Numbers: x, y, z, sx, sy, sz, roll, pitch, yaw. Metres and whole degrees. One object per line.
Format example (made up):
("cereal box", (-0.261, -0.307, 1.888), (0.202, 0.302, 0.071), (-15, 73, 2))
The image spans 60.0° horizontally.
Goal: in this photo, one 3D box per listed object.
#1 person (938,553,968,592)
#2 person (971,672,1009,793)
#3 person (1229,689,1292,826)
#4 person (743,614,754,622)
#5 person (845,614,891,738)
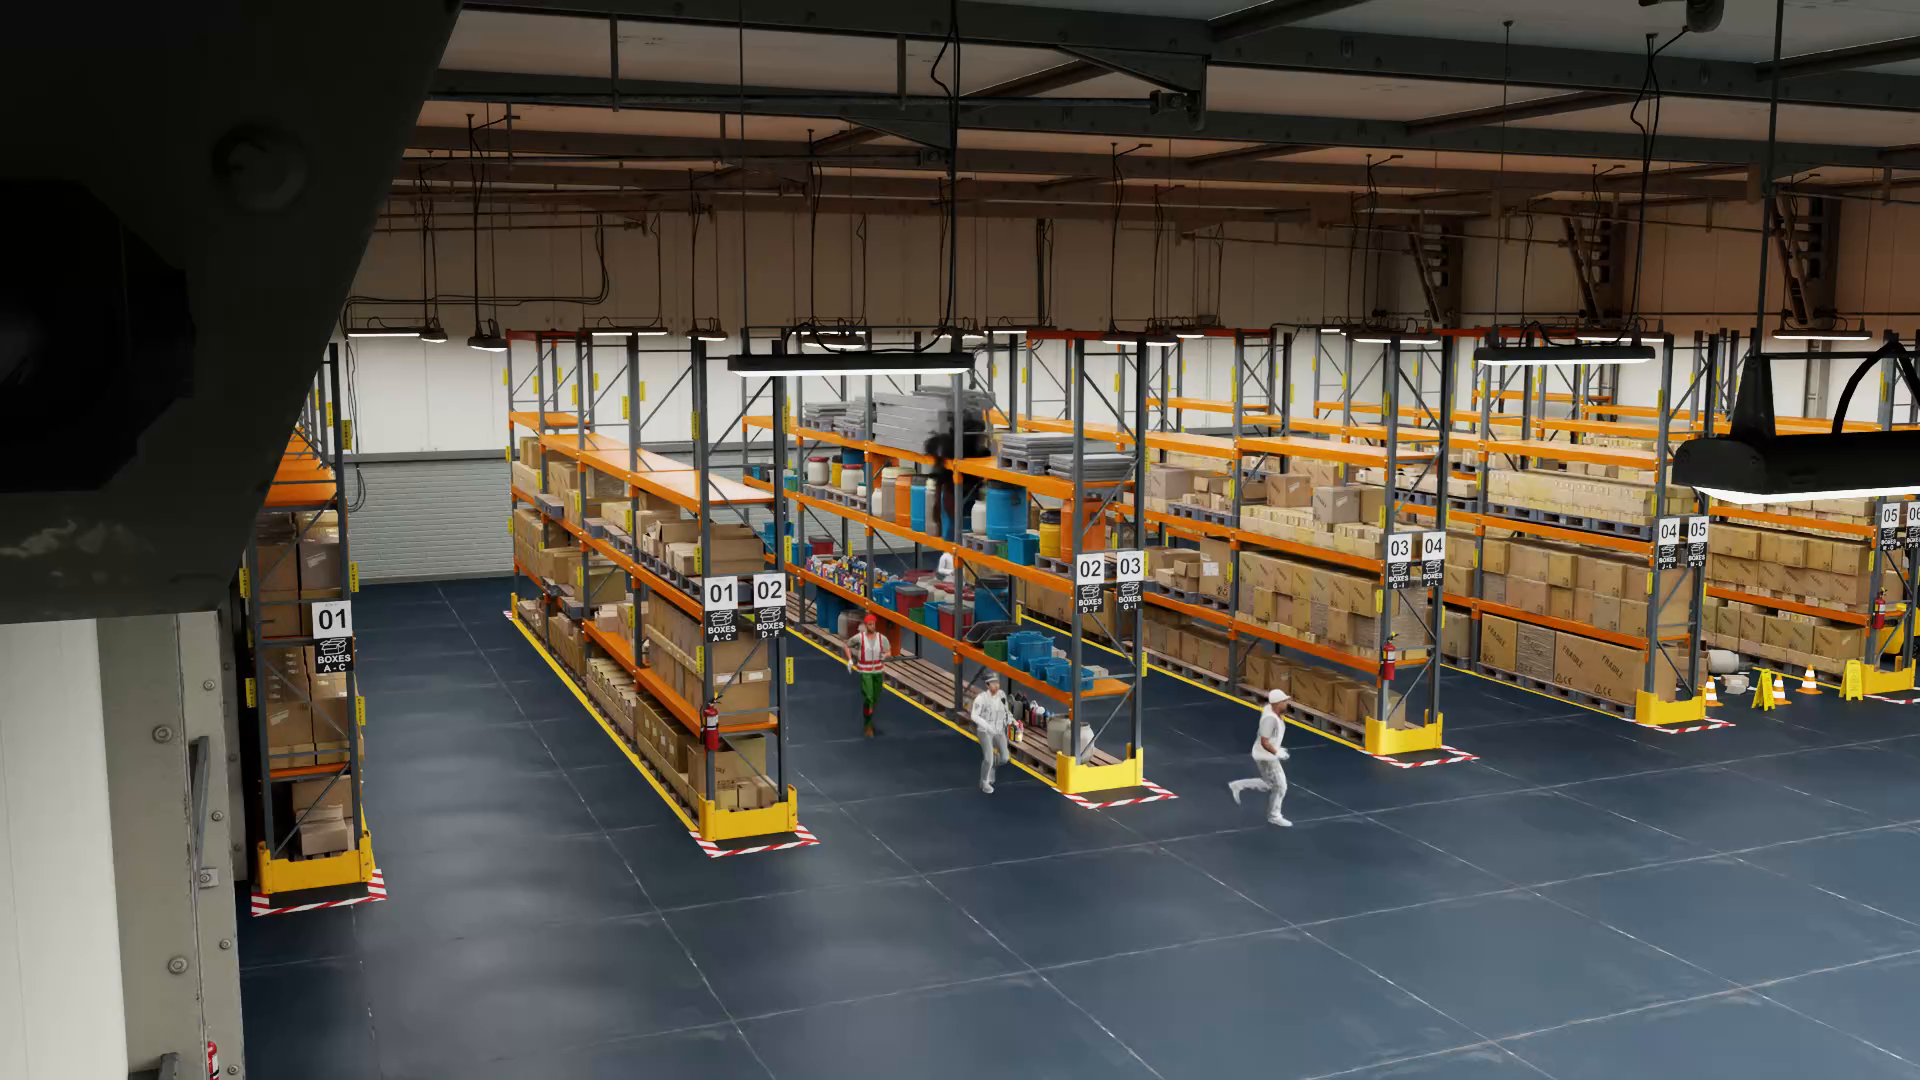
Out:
("person", (-0.083, 0.881, 33.698), (0.698, 1.735, 0.633), (-5, 9, -32))
("person", (0.446, 2.539, 21.999), (0.621, 1.649, 0.560), (-4, 9, -29))
("person", (3.744, 2.698, 20.642), (0.792, 1.750, 0.705), (1, 8, 8))
("person", (-3.657, 1.618, 28.300), (0.676, 1.814, 0.788), (-5, 9, -33))
("person", (-1.359, 2.030, 25.117), (0.650, 1.828, 0.772), (-3, 9, -24))
